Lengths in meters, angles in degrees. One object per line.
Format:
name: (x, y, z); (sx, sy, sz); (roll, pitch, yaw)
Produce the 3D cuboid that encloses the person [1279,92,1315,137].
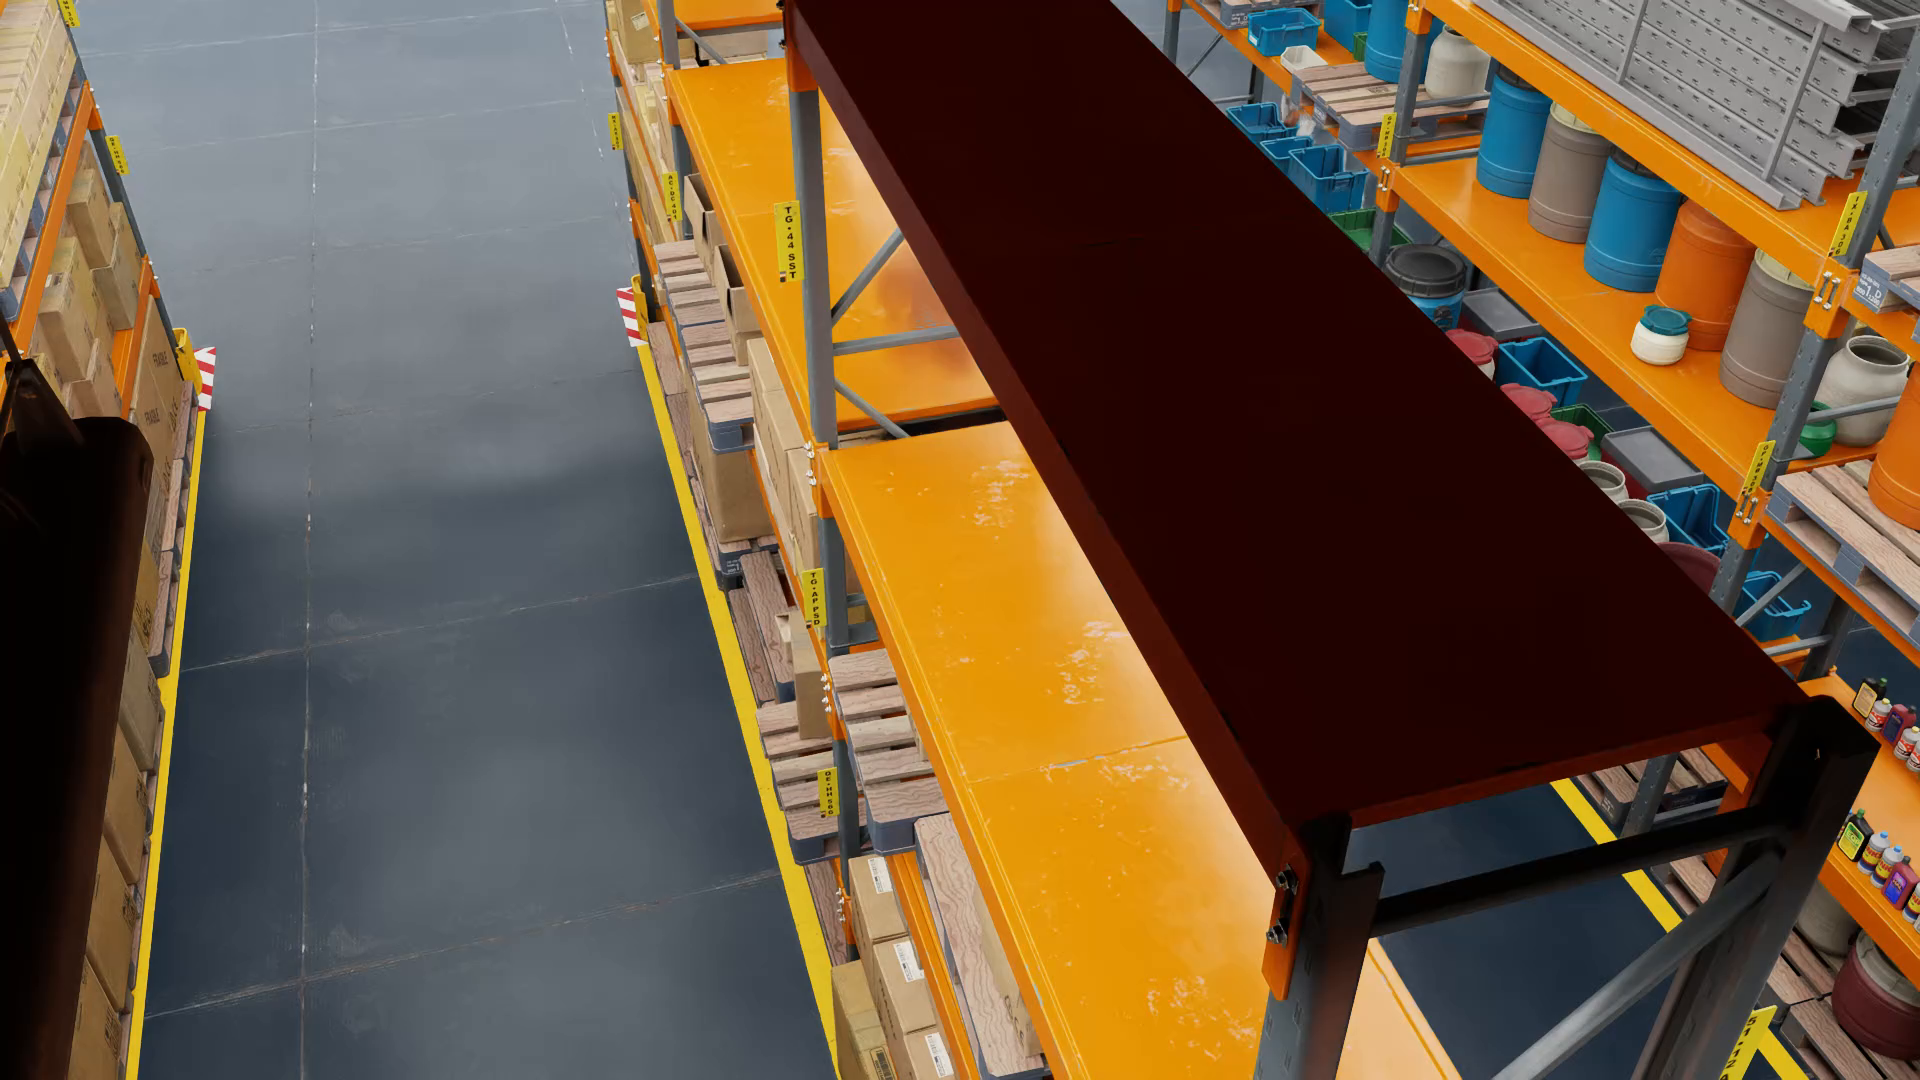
person: (3.382, -4.049, 16.547); (0.632, 1.742, 0.658); (25, 45, 28)
